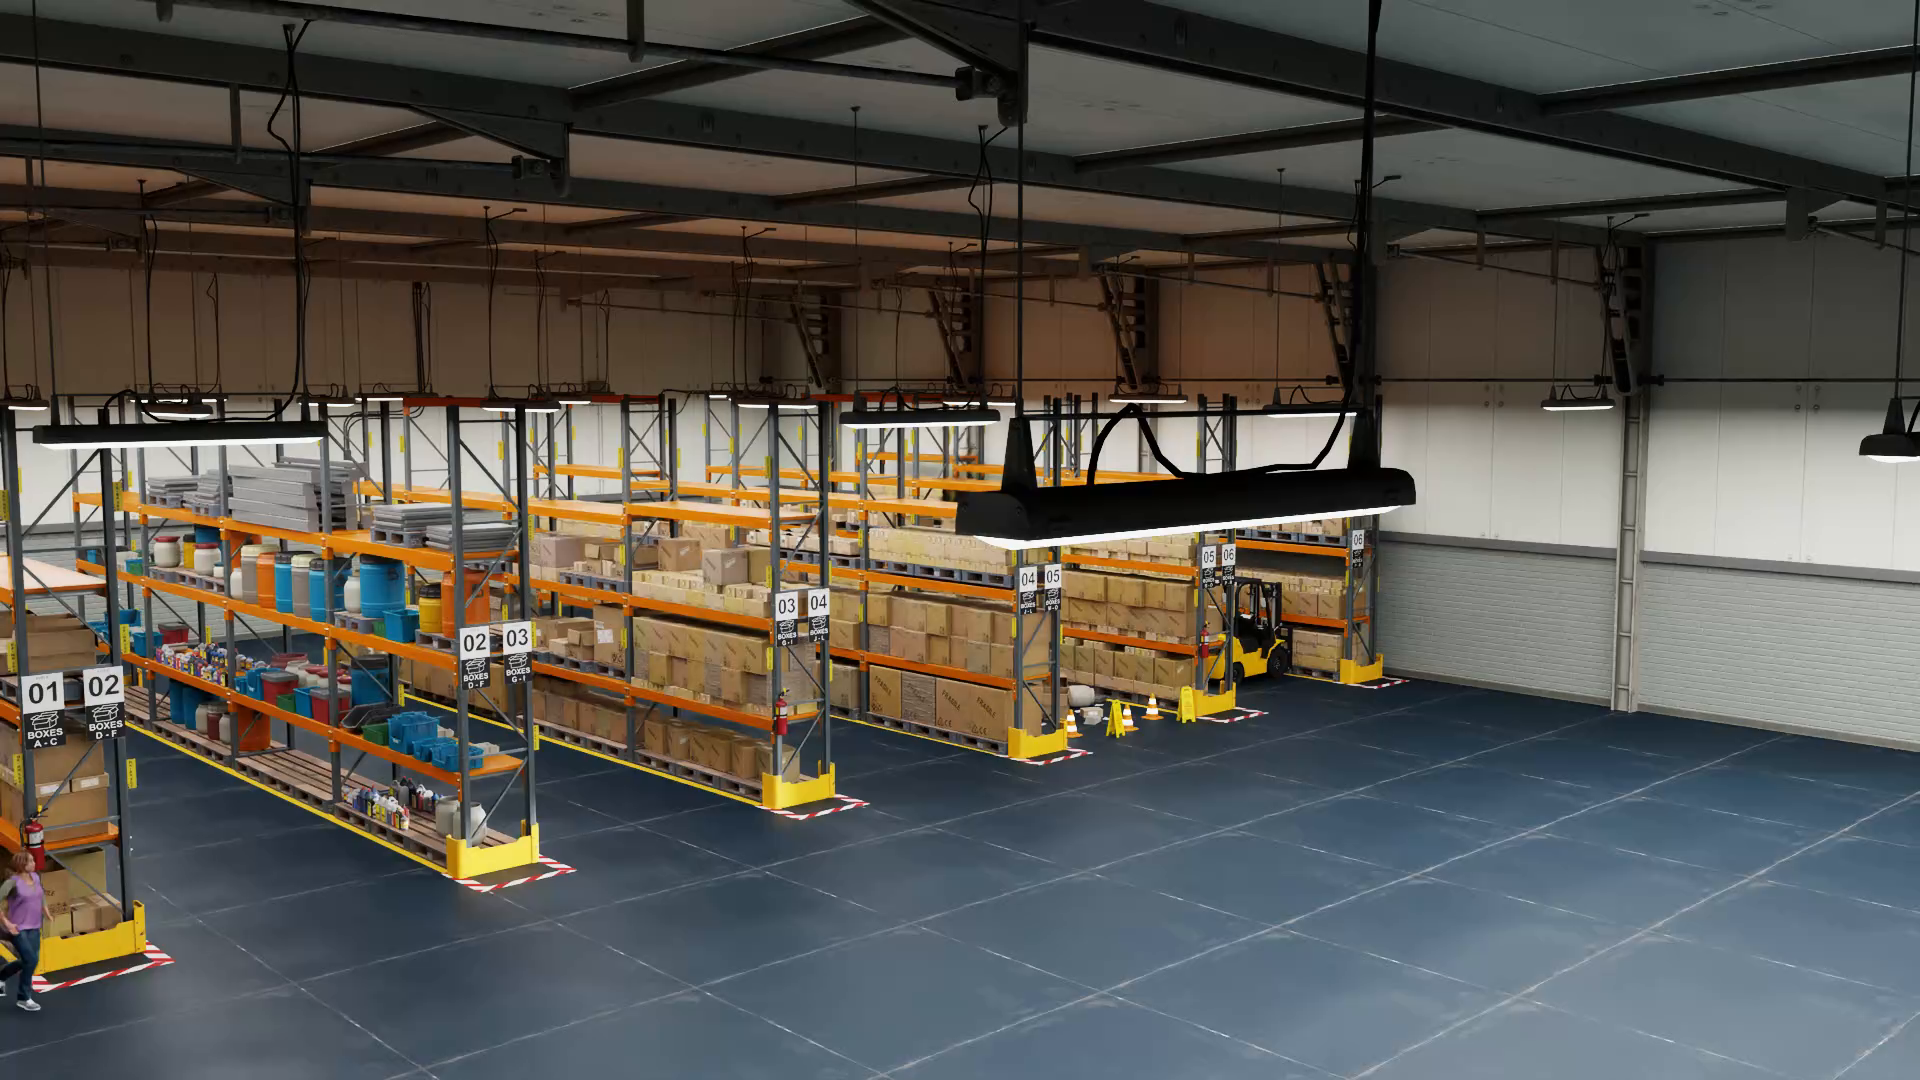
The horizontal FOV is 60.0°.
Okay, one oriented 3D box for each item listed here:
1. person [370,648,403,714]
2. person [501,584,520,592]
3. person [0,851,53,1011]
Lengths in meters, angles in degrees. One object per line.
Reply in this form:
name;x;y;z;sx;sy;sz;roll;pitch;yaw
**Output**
person;-10.835;2.445;31.624;0.636;1.726;0.814;-5;7;-40
person;-10.748;1.650;39.931;0.697;1.708;0.681;1;6;8
person;-9.535;3.942;16.854;0.610;1.568;0.587;1;6;12
